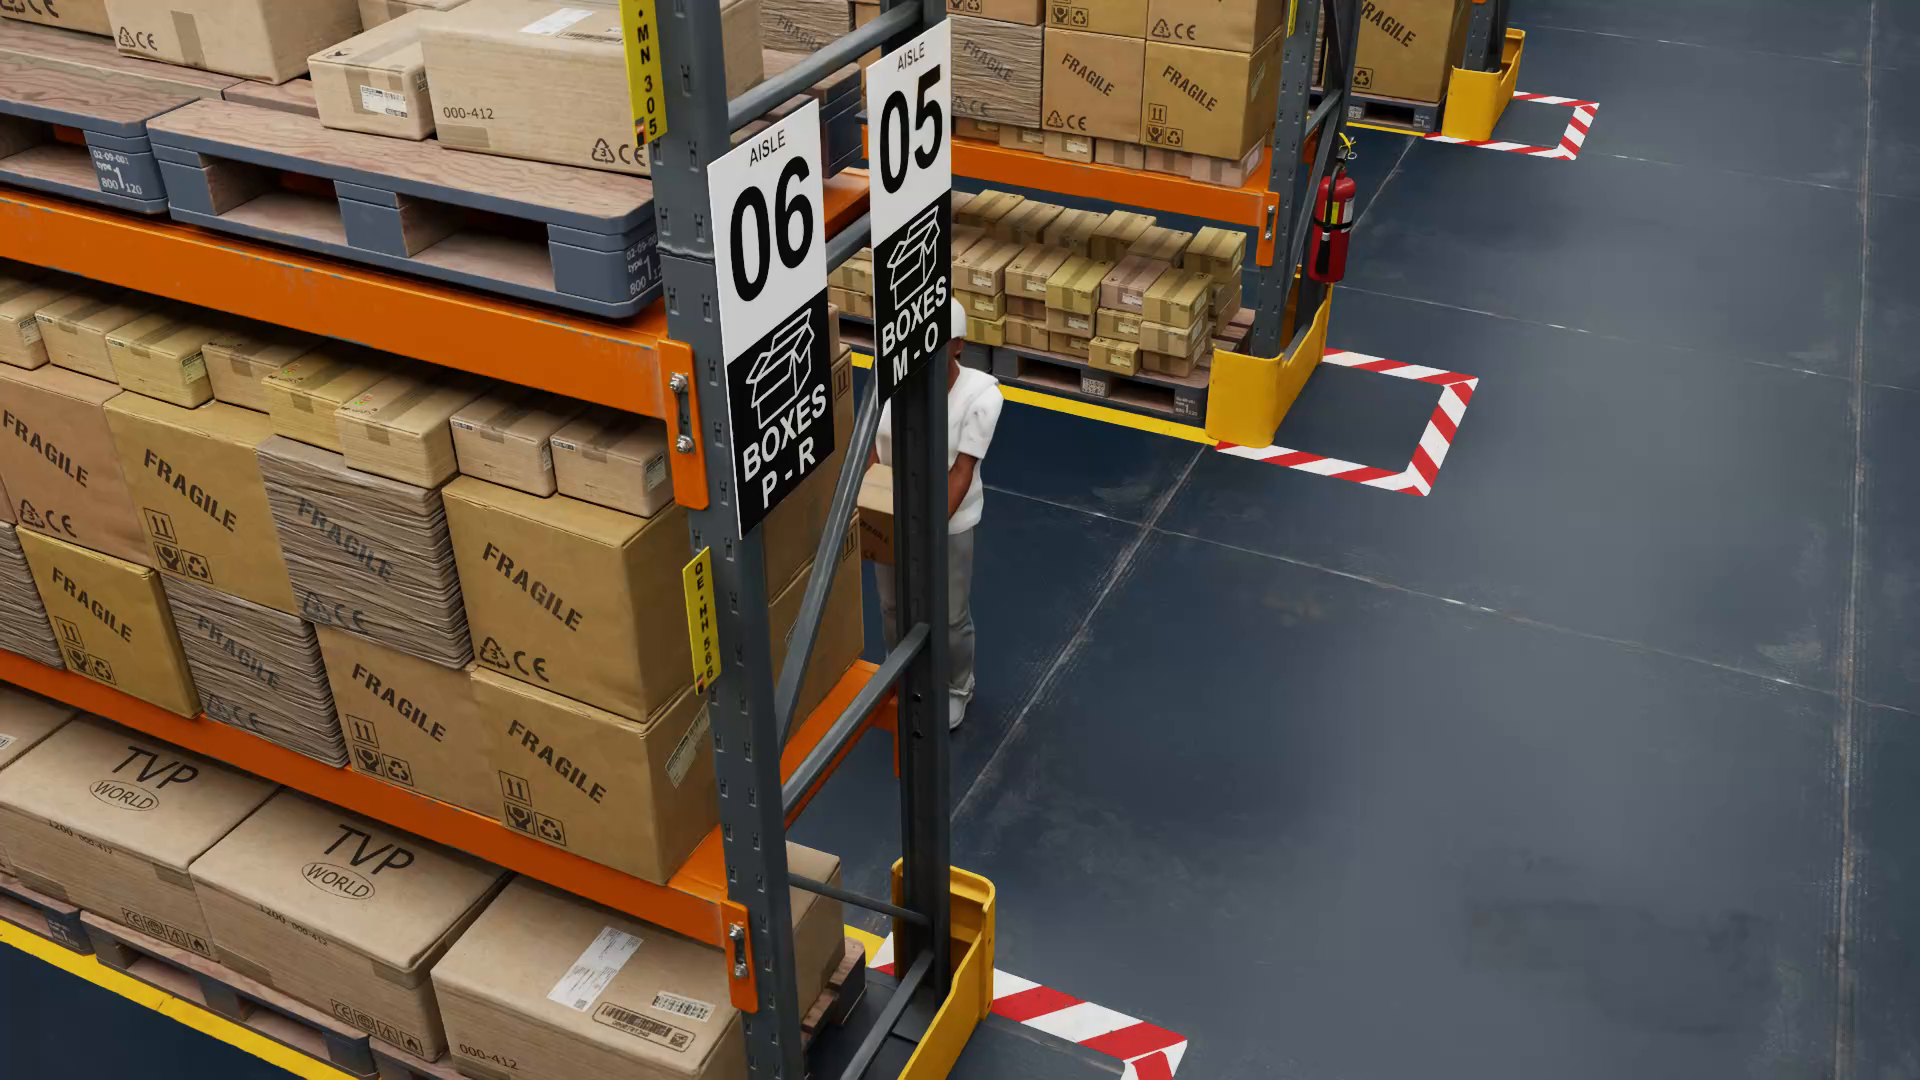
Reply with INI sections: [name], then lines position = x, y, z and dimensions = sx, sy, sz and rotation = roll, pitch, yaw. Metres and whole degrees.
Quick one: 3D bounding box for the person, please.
[person]
position = -0.153, -0.044, 6.192
dimensions = 0.502, 1.761, 0.577
rotation = 14, 36, 21
